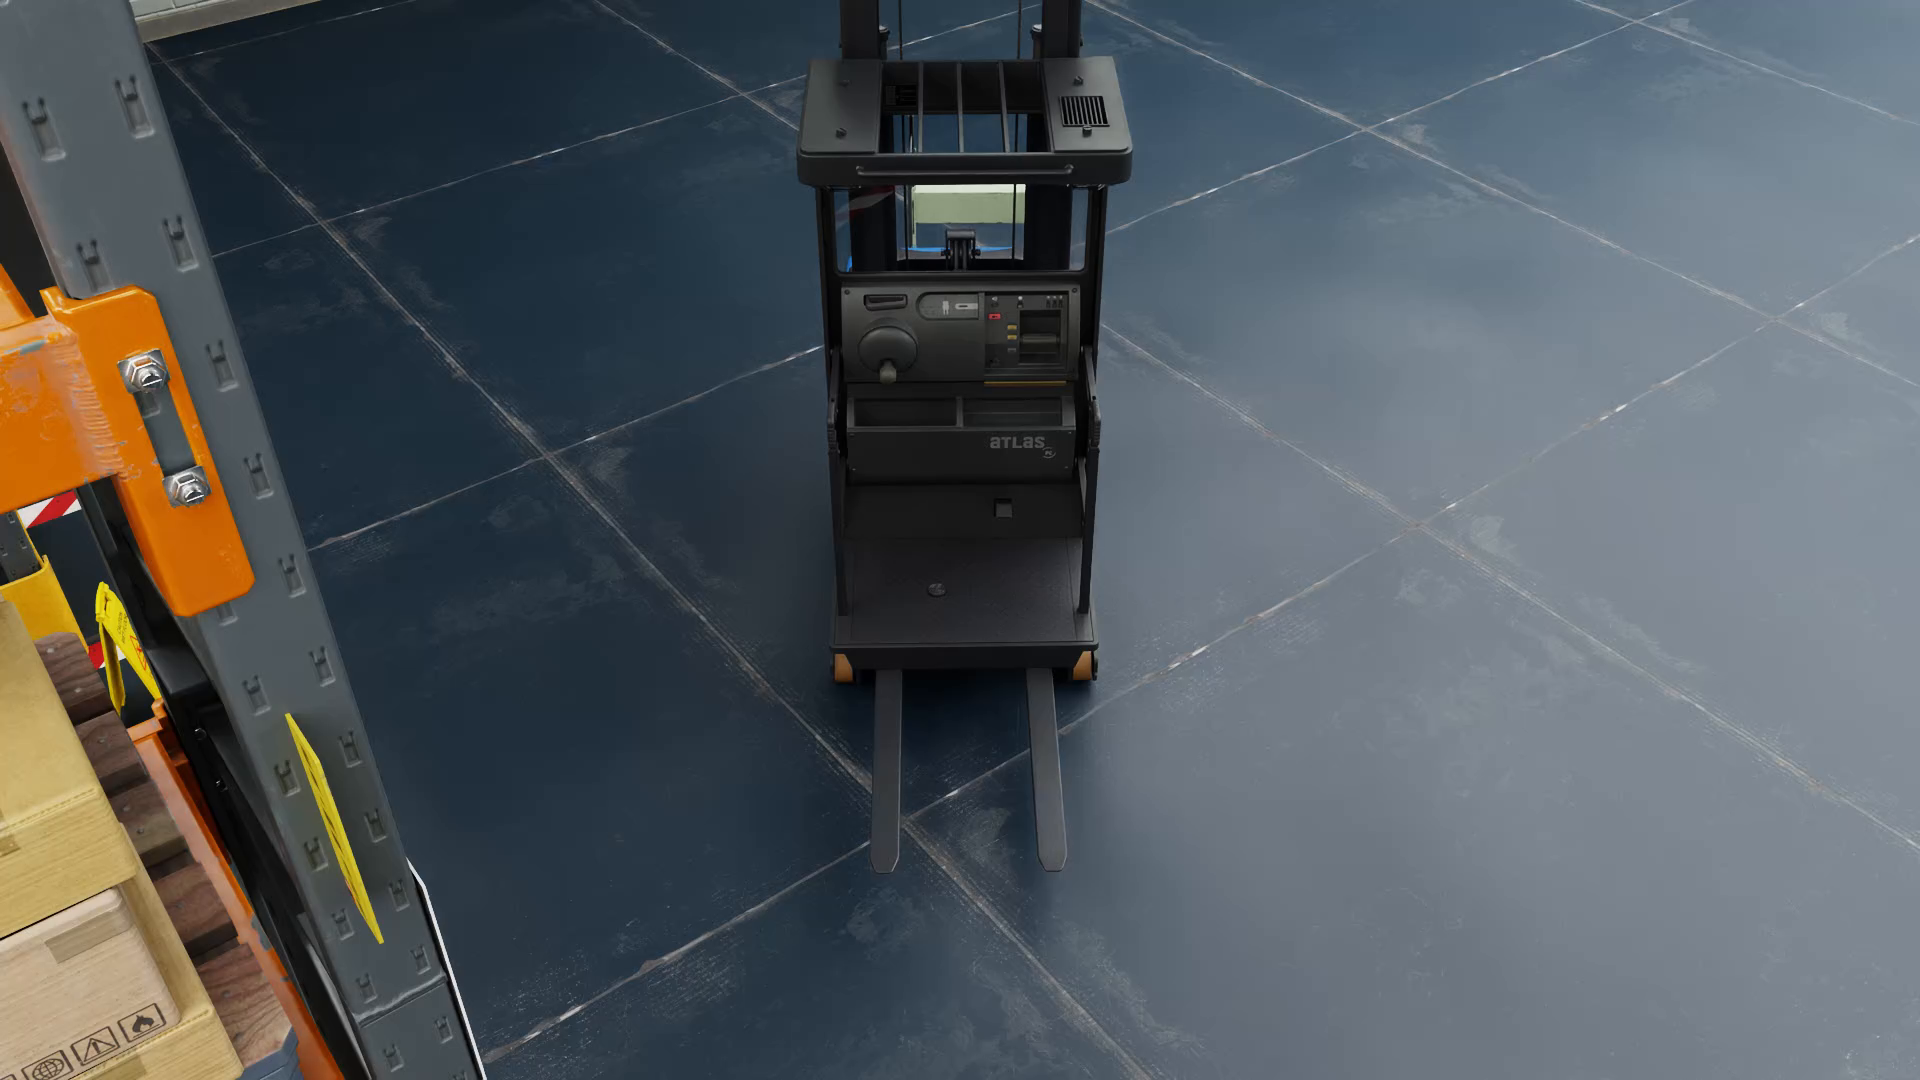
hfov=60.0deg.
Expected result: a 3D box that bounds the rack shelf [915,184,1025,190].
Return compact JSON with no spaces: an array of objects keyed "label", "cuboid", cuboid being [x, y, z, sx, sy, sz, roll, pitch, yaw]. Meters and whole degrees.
[{"label":"rack shelf","cuboid":[0.136,-1.679,7.841,0.686,0.124,0.368,0,39,0]}]

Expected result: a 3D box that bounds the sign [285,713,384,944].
[{"label":"sign","cuboid":[-0.738,0.345,1.964,0.005,0.325,0.100,-26,46,-28]}]

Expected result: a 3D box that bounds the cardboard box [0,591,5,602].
[{"label":"cardboard box","cuboid":[-1.525,0.246,2.509,0.250,0.149,0.380,-26,46,-28]}]

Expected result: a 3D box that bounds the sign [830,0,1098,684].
[{"label":"sign","cuboid":[0.001,-1.060,6.814,2.025,2.768,2.177,-26,46,-28]}]

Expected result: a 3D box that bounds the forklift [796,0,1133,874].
[{"label":"forklift","cuboid":[0.005,-0.733,6.333,1.121,2.935,3.031,-1,39,-1]}]

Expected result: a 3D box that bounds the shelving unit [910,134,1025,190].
[{"label":"shelving unit","cuboid":[0.131,-1.298,8.146,0.731,1.308,0.431,0,39,0]}]

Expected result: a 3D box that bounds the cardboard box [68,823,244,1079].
[{"label":"cardboard box","cuboid":[-1.114,0.573,2.109,0.250,0.149,0.380,-26,46,-28]}]

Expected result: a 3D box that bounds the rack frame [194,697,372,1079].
[{"label":"rack frame","cuboid":[-1.055,1.540,3.508,0.053,2.616,0.949,-26,46,-28]}]

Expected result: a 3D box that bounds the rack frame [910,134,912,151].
[{"label":"rack frame","cuboid":[-0.230,-1.298,8.146,0.010,1.308,0.380,0,39,0]}]

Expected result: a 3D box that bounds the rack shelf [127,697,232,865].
[{"label":"rack shelf","cuboid":[-2.643,1.429,1.845,4.000,0.370,1.077,-26,46,-28]}]

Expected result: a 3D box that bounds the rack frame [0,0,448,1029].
[{"label":"rack frame","cuboid":[-1.057,-0.782,1.608,0.127,3.000,1.000,-26,46,-28]}]
